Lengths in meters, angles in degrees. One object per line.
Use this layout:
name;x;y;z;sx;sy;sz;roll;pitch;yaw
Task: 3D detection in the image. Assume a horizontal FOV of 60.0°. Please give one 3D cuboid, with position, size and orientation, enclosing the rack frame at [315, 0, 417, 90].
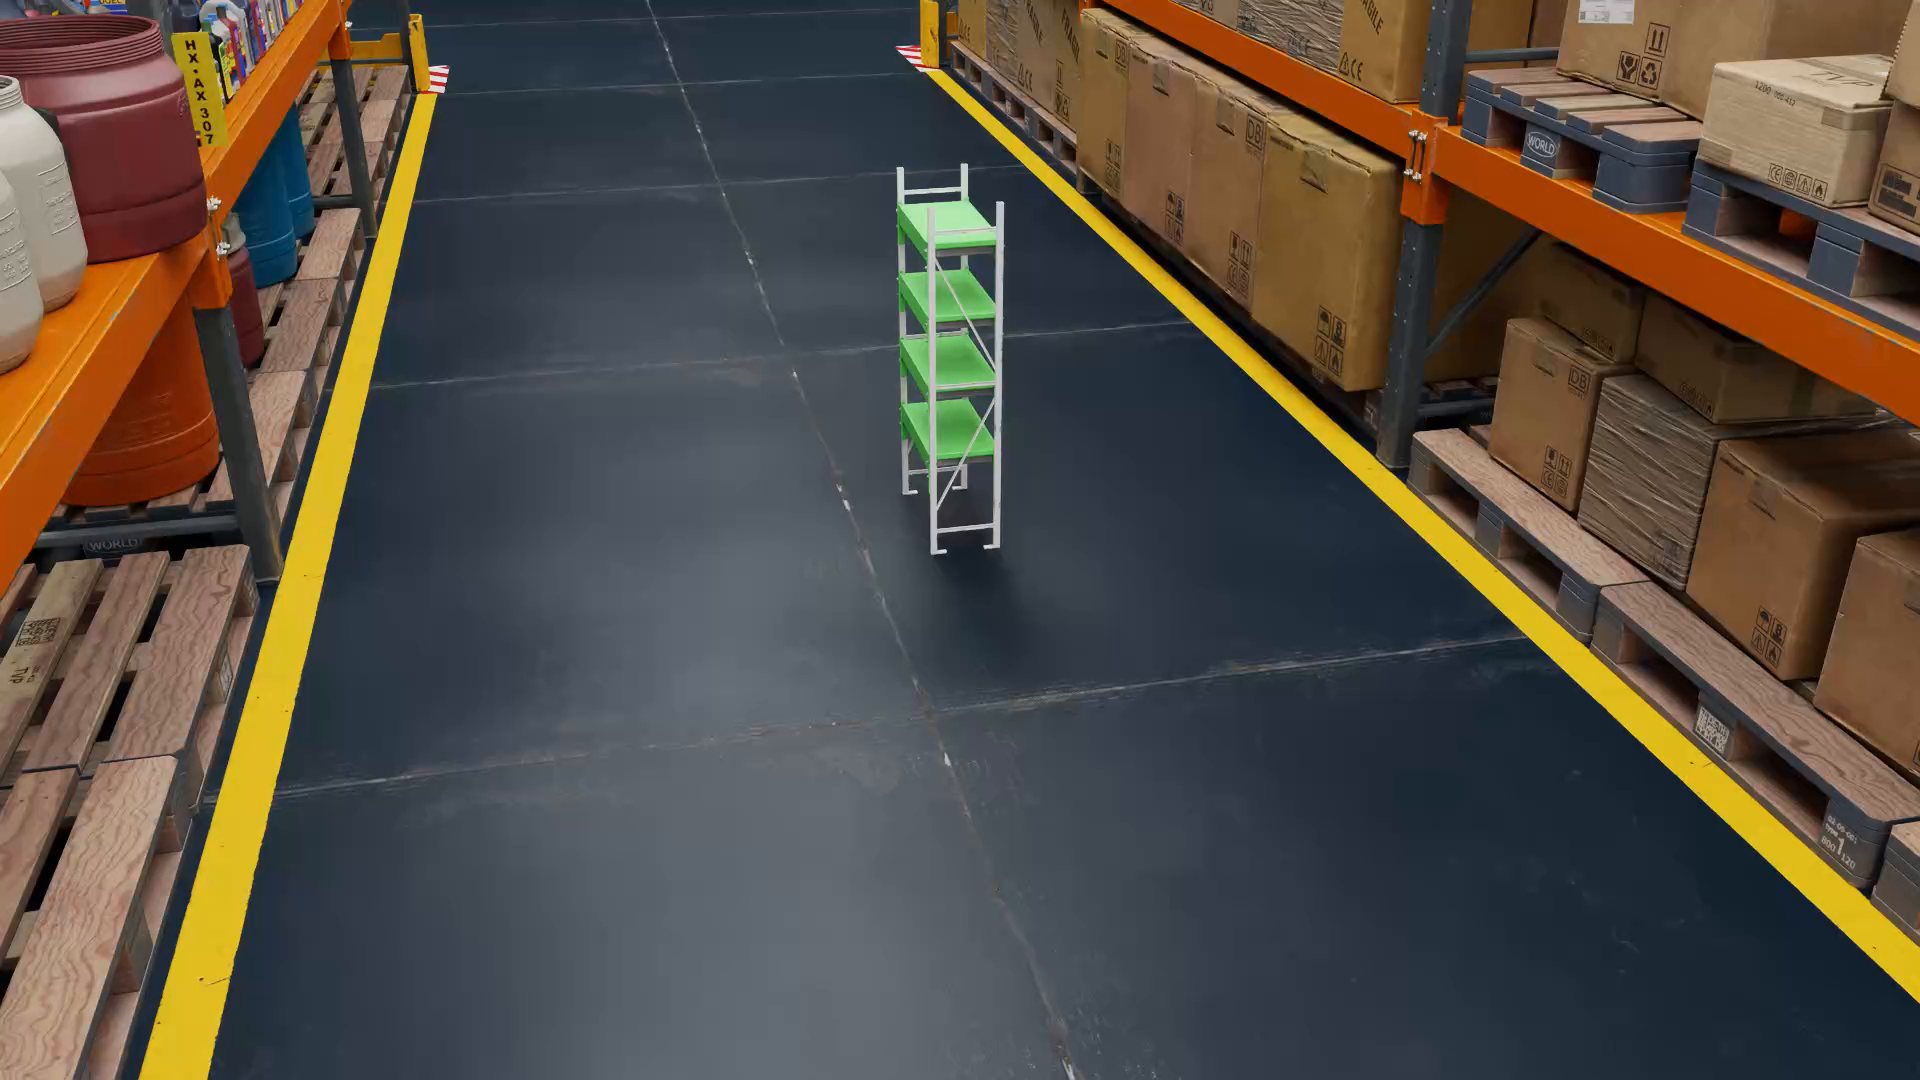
rack frame;-4.539;-4.684;11.700;1.000;3.000;0.127;-6;27;-12

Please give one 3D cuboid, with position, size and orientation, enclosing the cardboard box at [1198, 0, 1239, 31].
cardboard box;1.396;-2.581;7.424;0.500;0.500;0.500;-5;27;-11

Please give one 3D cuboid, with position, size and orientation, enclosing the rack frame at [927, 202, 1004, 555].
rack frame;0.018;-0.501;5.411;0.240;1.200;0.015;-6;27;-12

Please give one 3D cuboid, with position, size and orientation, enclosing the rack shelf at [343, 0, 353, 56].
rack shelf;-4.088;-3.484;10.123;1.077;0.370;4.000;-6;27;-12

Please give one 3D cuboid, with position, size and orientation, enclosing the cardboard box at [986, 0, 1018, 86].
cardboard box;0.714;-3.753;11.749;0.875;0.875;0.875;-6;27;-12

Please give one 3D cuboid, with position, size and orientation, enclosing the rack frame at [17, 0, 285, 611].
rack frame;-2.736;-1.172;4.742;1.000;3.000;0.127;-6;27;-12

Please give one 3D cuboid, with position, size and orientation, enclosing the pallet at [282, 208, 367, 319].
pallet;-3.504;-1.340;8.170;1.003;0.211;1.213;-6;27;-12

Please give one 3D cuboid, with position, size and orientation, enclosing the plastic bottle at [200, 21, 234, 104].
plastic bottle;-2.661;-1.710;5.939;0.061;0.283;0.133;-6;27;-12

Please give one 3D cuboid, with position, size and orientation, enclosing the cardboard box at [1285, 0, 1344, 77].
cardboard box;1.630;-2.130;6.530;0.500;0.500;0.500;-6;27;-12

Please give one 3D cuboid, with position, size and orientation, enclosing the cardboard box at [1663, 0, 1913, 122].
cardboard box;2.473;-1.439;4.695;0.700;0.500;0.500;-2;27;-4

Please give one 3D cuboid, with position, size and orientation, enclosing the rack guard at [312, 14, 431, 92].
rack guard;-4.557;-3.577;12.282;1.175;0.500;0.348;-6;27;-12

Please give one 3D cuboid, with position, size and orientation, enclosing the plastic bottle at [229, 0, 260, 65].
plastic bottle;-2.863;-2.052;6.541;0.144;0.351;0.185;-6;27;-12

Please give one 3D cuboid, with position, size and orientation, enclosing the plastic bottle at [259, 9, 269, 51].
plastic bottle;-2.902;-2.108;6.818;0.097;0.201;0.097;0;27;0

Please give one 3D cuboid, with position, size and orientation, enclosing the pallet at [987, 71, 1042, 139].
pallet;0.814;-3.064;11.586;1.003;0.211;1.213;-6;27;-12

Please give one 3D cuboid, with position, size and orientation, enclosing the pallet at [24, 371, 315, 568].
pallet;-2.954;-0.269;6.048;1.003;0.211;1.213;-6;27;-12

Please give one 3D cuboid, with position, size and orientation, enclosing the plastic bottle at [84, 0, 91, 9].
plastic bottle;-3.696;-2.224;6.965;0.152;0.276;0.135;-6;27;-12

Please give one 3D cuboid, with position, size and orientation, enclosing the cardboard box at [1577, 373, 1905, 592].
cardboard box;2.397;-0.221;5.144;0.700;0.500;0.500;-8;28;-16

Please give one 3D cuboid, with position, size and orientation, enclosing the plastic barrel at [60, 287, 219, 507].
plastic barrel;-2.863;-0.603;5.559;0.600;0.830;0.708;-6;27;-12

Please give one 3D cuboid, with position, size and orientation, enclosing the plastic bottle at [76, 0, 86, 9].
plastic bottle;-3.644;-2.122;6.763;0.152;0.276;0.135;-6;27;-12

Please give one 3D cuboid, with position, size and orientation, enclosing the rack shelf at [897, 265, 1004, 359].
rack shelf;-0.037;-0.766;5.544;0.258;0.148;0.480;-6;27;-12

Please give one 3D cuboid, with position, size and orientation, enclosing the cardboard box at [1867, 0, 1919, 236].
cardboard box;2.510;-0.904;3.631;0.797;0.503;0.637;-3;27;-6

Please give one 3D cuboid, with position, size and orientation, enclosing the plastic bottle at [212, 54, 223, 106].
plastic bottle;-2.609;-1.609;5.738;0.061;0.283;0.133;-6;27;-12

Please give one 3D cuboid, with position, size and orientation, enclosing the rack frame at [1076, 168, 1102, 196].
rack frame;1.188;-3.431;9.218;1.000;3.000;0.127;-6;27;-12

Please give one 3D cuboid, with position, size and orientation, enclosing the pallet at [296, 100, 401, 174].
pallet;-4.120;-2.538;10.545;1.003;0.211;1.213;-6;27;-12

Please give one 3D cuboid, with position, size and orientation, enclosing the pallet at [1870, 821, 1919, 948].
pallet;2.814;0.985;3.565;1.003;0.211;1.213;-6;27;-12

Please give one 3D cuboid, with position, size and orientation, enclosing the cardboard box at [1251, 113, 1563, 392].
cardboard box;1.954;-1.219;6.727;1.225;0.875;0.875;-7;28;-14

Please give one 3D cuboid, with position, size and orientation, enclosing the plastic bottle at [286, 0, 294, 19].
plastic bottle;-3.112;-2.535;7.499;0.144;0.351;0.185;-6;27;-12

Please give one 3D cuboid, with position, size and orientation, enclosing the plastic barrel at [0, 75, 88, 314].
plastic barrel;-2.296;-0.792;3.865;0.421;0.512;0.421;0;27;0

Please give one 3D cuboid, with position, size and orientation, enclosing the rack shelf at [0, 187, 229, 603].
rack shelf;-2.285;0.028;3.165;1.077;0.370;4.000;-6;27;-12

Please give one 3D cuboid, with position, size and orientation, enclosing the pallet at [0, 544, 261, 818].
pallet;-2.599;0.417;4.689;1.003;0.211;1.213;-6;27;-12

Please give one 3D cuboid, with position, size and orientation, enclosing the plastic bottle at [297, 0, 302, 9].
plastic bottle;-3.137;-2.638;7.778;0.061;0.283;0.133;-6;27;-12

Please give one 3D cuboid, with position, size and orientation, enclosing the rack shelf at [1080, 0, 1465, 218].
rack shelf;1.639;-2.231;7.640;1.077;0.370;4.000;-6;27;-12

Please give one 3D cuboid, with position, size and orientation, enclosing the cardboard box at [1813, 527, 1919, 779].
cardboard box;2.658;0.272;4.167;0.700;0.500;0.500;-8;28;-16

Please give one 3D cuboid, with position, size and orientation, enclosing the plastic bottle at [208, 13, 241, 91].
plastic bottle;-2.726;-1.796;6.123;0.097;0.271;0.097;0;27;0

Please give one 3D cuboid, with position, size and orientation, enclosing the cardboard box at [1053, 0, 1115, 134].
cardboard box;1.117;-2.967;10.192;0.875;0.875;0.875;-6;27;-12

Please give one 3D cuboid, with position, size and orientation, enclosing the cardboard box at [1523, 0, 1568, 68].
cardboard box;2.245;-1.960;6.194;0.500;0.500;0.500;-5;27;-10

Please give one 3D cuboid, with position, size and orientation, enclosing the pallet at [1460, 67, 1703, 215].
pallet;2.354;-1.287;5.184;1.213;0.211;1.003;-6;27;-12

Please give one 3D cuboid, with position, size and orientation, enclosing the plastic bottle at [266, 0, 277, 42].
plastic bottle;-2.955;-2.210;7.020;0.097;0.201;0.097;0;27;0

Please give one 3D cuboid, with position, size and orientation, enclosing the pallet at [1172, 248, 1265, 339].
pallet;1.714;-1.318;8.127;1.003;0.211;1.213;-6;27;-12

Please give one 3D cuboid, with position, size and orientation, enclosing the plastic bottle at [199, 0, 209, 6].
plastic bottle;-3.073;-2.166;6.856;0.097;0.271;0.097;0;27;0

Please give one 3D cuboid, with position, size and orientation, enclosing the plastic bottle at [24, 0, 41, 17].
plastic bottle;-3.513;-1.901;6.318;0.061;0.283;0.133;-6;27;-12

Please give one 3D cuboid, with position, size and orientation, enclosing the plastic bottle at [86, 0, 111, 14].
plastic bottle;-3.526;-2.110;6.821;0.097;0.201;0.097;0;27;0

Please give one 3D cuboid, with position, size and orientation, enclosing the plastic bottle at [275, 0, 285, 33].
plastic bottle;-3.038;-2.350;7.215;0.152;0.276;0.135;-6;27;-12

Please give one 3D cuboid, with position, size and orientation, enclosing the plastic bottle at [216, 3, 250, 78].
plastic bottle;-2.778;-1.898;6.324;0.097;0.271;0.097;0;27;0

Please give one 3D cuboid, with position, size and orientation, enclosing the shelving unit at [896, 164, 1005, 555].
shelving unit;-0.037;-0.608;5.624;0.258;1.200;0.503;-6;27;-12

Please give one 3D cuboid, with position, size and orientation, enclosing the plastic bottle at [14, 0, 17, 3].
plastic bottle;-3.572;-1.895;6.305;0.061;0.283;0.133;-6;27;-12

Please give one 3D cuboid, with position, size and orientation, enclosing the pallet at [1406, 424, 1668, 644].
pallet;2.264;-0.087;5.687;1.003;0.211;1.213;-6;27;-12

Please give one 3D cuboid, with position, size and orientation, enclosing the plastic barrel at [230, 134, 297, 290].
plastic barrel;-3.372;-1.627;7.507;0.600;0.901;0.708;-6;27;-12

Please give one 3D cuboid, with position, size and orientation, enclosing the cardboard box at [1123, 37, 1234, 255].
cardboard box;1.554;-1.998;8.272;1.225;0.875;0.875;-7;28;-13

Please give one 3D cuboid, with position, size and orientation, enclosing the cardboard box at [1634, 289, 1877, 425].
cardboard box;2.399;-0.567;4.998;0.500;0.250;0.500;-3;27;-6

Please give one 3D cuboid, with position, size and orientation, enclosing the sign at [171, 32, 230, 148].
sign;-2.202;-1.303;4.822;0.100;0.325;0.005;-6;27;-12

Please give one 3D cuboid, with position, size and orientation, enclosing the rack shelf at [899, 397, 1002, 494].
rack shelf;-0.037;-0.337;5.761;0.258;0.148;0.480;-6;27;-12
